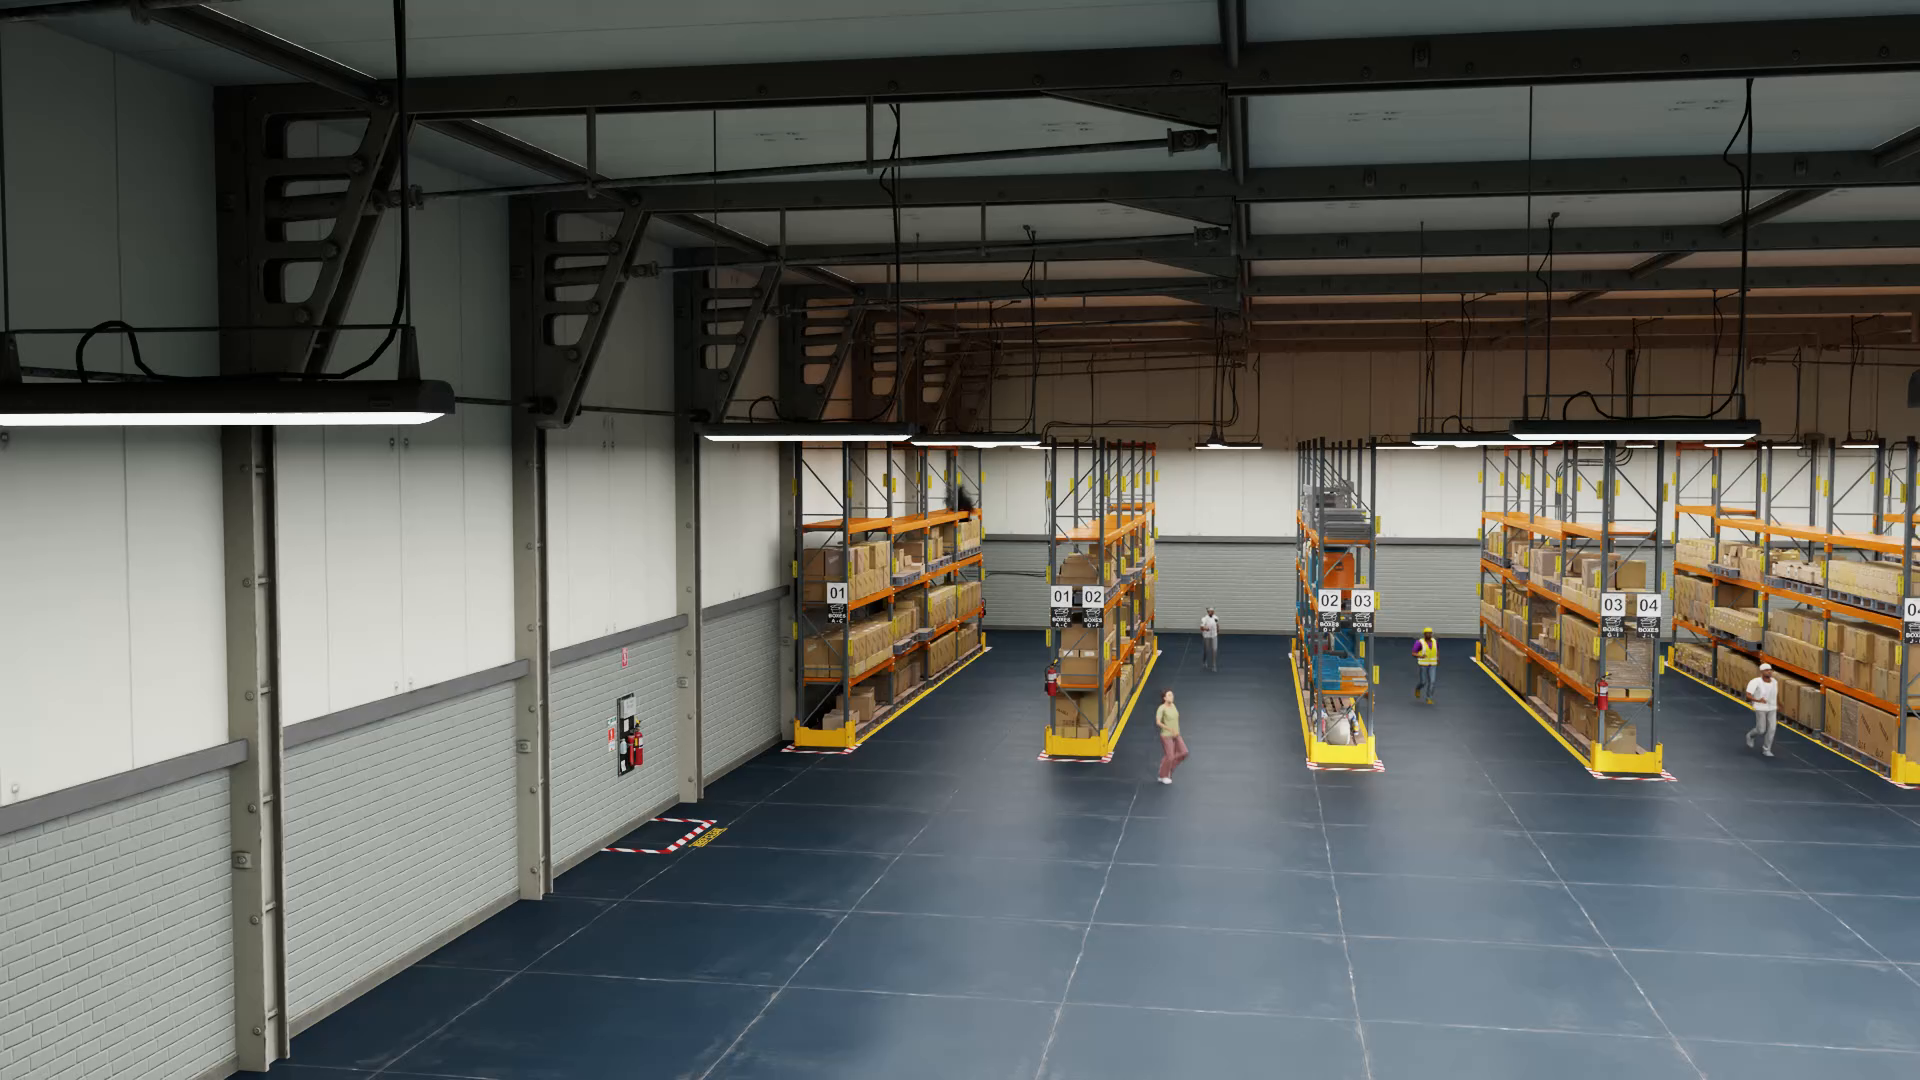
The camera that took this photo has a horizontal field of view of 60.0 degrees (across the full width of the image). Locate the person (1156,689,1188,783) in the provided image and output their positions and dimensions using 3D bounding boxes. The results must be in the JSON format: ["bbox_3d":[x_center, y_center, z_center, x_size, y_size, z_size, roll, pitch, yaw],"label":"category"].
[{"bbox_3d":[3.644,3.386,28.727,0.590,1.628,0.537,-3,4,-44],"label":"person"}]

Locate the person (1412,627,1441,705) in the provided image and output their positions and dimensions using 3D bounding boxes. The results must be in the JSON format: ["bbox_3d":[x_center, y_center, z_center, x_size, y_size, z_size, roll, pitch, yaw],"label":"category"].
[{"bbox_3d":[10.618,2.842,37.862,0.709,1.740,0.804,0,3,-6],"label":"person"}]

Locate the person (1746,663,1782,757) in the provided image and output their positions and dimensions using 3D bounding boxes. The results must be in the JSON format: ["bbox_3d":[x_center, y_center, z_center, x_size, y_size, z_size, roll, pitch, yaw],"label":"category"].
[{"bbox_3d":[15.183,3.189,31.420,0.708,1.731,0.733,0,3,-5],"label":"person"}]

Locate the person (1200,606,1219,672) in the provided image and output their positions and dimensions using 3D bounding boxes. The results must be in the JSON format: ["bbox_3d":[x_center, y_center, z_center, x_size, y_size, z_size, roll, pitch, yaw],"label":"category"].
[{"bbox_3d":[6.554,2.574,43.668,0.536,1.721,0.876,0,3,-3],"label":"person"}]
